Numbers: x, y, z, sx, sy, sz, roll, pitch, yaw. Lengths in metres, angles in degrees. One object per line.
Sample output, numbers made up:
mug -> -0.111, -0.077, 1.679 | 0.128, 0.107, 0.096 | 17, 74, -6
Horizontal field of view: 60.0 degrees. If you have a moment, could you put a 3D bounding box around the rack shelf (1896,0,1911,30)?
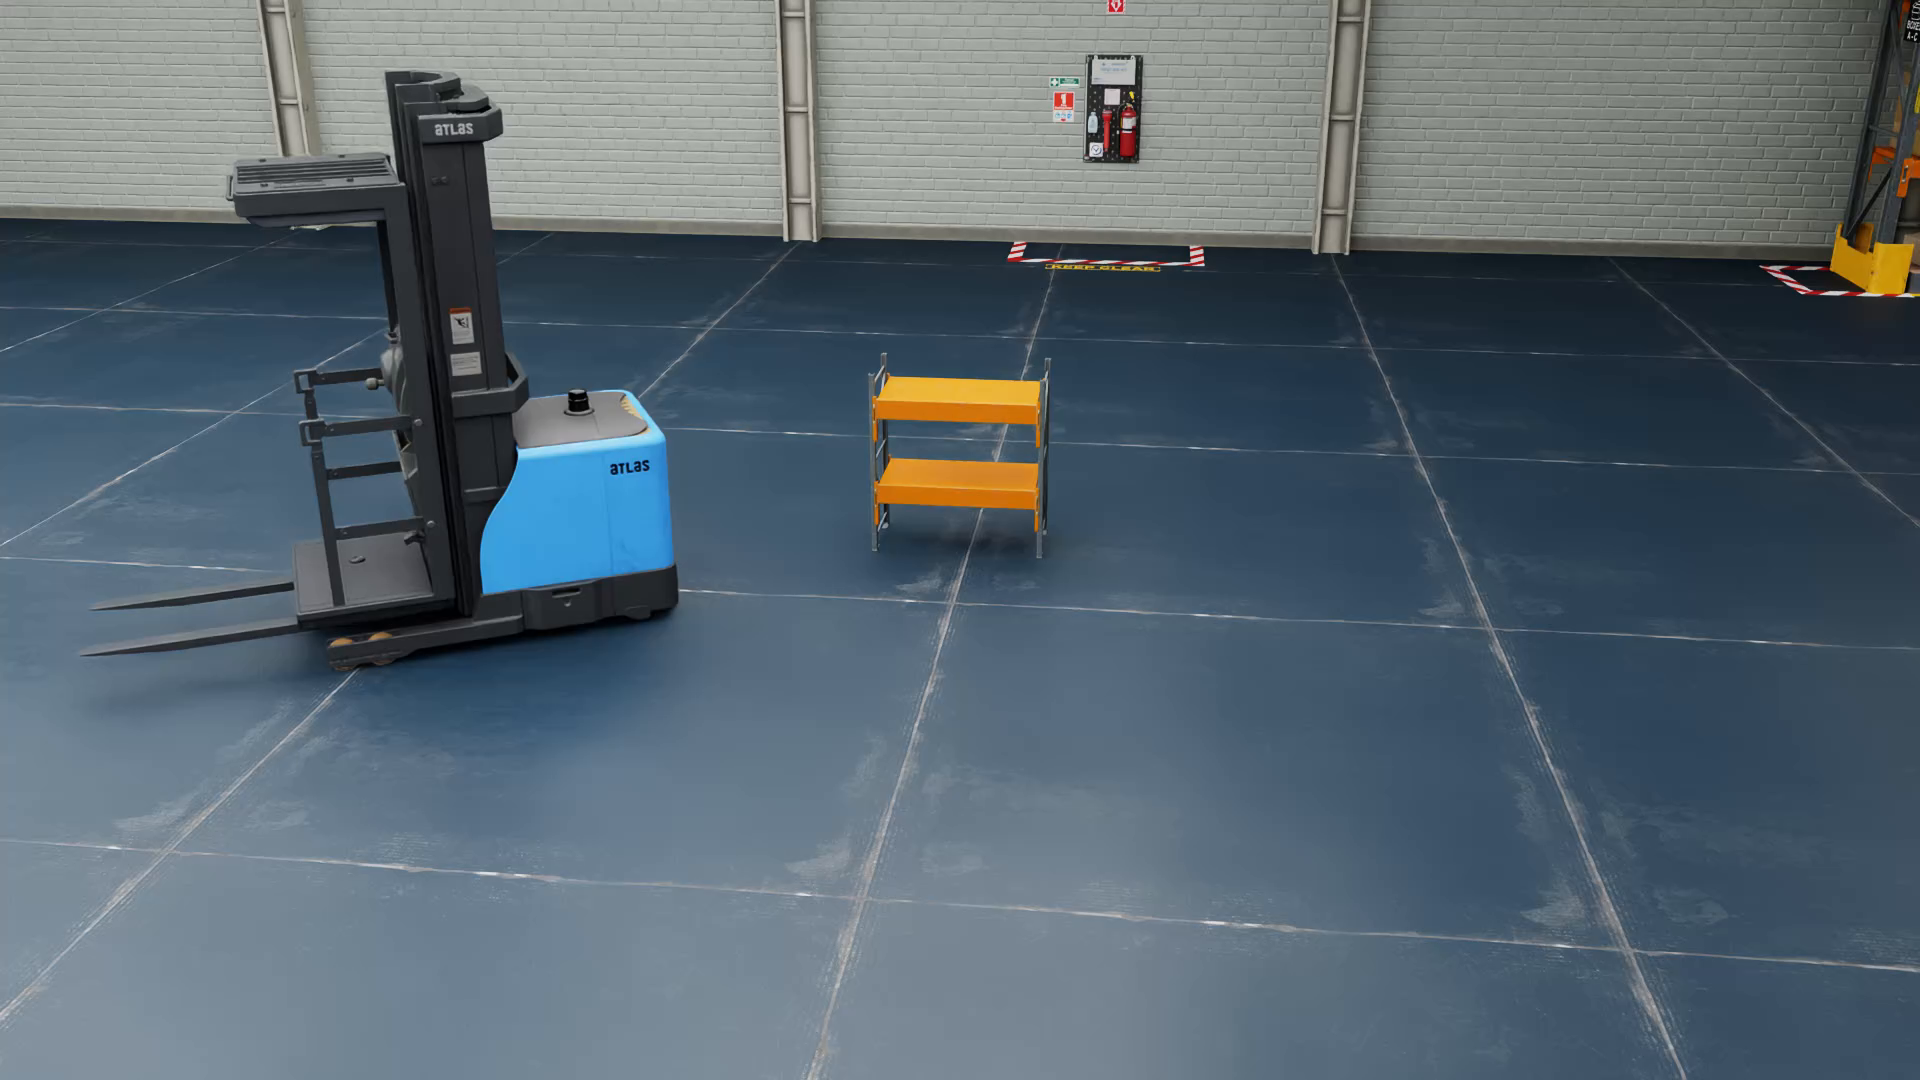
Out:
rack shelf -> 11.288, -5.051, 16.034 | 4.000, 0.370, 1.077 | 2, 22, 6

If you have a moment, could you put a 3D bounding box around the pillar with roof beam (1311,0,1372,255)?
pillar with roof beam -> 3.634, -5.840, 12.972 | 0.400, 9.000, 9.100 | 2, 22, 6

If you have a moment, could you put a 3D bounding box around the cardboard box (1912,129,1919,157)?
cardboard box -> 9.749, -3.879, 16.349 | 0.500, 0.250, 0.500 | 2, 22, 5

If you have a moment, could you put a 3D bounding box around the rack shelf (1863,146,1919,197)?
rack shelf -> 11.288, -3.656, 16.585 | 4.000, 0.370, 1.077 | 2, 22, 6

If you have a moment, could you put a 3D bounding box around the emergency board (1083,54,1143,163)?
emergency board -> 1.691, -4.743, 18.357 | 0.643, 1.169, 0.194 | 2, 22, 6

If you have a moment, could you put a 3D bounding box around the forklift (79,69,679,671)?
forklift -> -3.153, -0.898, 8.724 | 3.031, 2.935, 1.130 | -8, 23, -20

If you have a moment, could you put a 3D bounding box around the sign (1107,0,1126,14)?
sign -> 1.695, -5.858, 18.023 | 0.199, 0.298, 0.001 | 2, 22, 6

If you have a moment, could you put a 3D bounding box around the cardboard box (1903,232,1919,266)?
cardboard box -> 9.978, -2.968, 16.927 | 0.500, 0.311, 0.500 | 0, 22, 0

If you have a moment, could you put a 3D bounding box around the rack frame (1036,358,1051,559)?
rack frame -> 0.512, -0.501, 10.177 | 0.032, 1.125, 0.500 | 2, 22, 6

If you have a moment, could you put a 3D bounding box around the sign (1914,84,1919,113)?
sign -> 9.238, -4.281, 16.012 | 0.005, 0.325, 0.100 | 2, 22, 6

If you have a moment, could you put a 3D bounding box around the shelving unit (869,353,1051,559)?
shelving unit -> 0.007, -0.523, 10.232 | 1.048, 1.125, 0.538 | 2, 22, 6

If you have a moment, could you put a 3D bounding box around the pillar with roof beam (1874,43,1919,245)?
pillar with roof beam -> 9.592, -5.581, 12.316 | 0.400, 9.000, 9.100 | 2, 22, 6

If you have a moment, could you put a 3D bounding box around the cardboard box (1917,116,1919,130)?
cardboard box -> 9.741, -4.235, 16.228 | 0.500, 0.500, 0.500 | 3, 22, 6

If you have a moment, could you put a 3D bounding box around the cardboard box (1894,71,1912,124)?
cardboard box -> 9.795, -4.422, 16.703 | 0.500, 0.500, 0.500 | 2, 22, 6

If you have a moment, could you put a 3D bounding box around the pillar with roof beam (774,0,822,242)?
pillar with roof beam -> -2.324, -6.100, 13.629 | 0.400, 9.000, 9.100 | 2, 22, 6

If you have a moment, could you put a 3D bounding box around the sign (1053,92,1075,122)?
sign -> 1.154, -4.821, 18.506 | 0.234, 0.329, 0.001 | 2, 22, 6

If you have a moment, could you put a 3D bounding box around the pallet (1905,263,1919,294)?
pallet -> 10.180, -2.729, 17.055 | 1.213, 0.211, 1.003 | 2, 22, 6

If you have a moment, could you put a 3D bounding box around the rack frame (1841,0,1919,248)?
rack frame -> 9.302, -4.077, 16.672 | 0.127, 3.000, 1.000 | 2, 22, 6

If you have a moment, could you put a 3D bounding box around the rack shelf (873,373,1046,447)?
rack shelf -> 0.007, -0.795, 10.125 | 1.000, 0.278, 0.538 | 2, 22, 6

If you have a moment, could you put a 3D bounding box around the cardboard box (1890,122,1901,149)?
cardboard box -> 9.789, -4.067, 16.824 | 0.500, 0.250, 0.500 | 3, 22, 7

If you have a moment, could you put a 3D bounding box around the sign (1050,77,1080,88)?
sign -> 1.157, -5.064, 18.400 | 0.331, 0.109, 0.001 | 2, 22, 6

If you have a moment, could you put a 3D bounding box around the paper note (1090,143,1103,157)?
paper note -> 1.523, -4.366, 18.602 | 0.142, 0.148, 0.016 | 2, 22, 6

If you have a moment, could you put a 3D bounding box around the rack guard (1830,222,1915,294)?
rack guard -> 9.377, -2.911, 17.123 | 0.348, 0.500, 1.175 | 2, 22, 6

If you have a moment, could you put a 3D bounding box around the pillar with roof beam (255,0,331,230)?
pillar with roof beam -> -8.283, -6.359, 14.286 | 0.400, 9.000, 9.100 | 2, 22, 6

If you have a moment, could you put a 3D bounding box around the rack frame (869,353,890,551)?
rack frame -> -0.498, -0.545, 10.288 | 0.032, 1.125, 0.500 | 2, 22, 6

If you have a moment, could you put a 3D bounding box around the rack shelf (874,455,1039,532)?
rack shelf -> 0.007, -0.295, 10.322 | 1.000, 0.278, 0.538 | 2, 22, 6

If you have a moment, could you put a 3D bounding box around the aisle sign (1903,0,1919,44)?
aisle sign -> 9.195, -5.179, 15.925 | 0.004, 0.787, 0.394 | 2, 22, 6
